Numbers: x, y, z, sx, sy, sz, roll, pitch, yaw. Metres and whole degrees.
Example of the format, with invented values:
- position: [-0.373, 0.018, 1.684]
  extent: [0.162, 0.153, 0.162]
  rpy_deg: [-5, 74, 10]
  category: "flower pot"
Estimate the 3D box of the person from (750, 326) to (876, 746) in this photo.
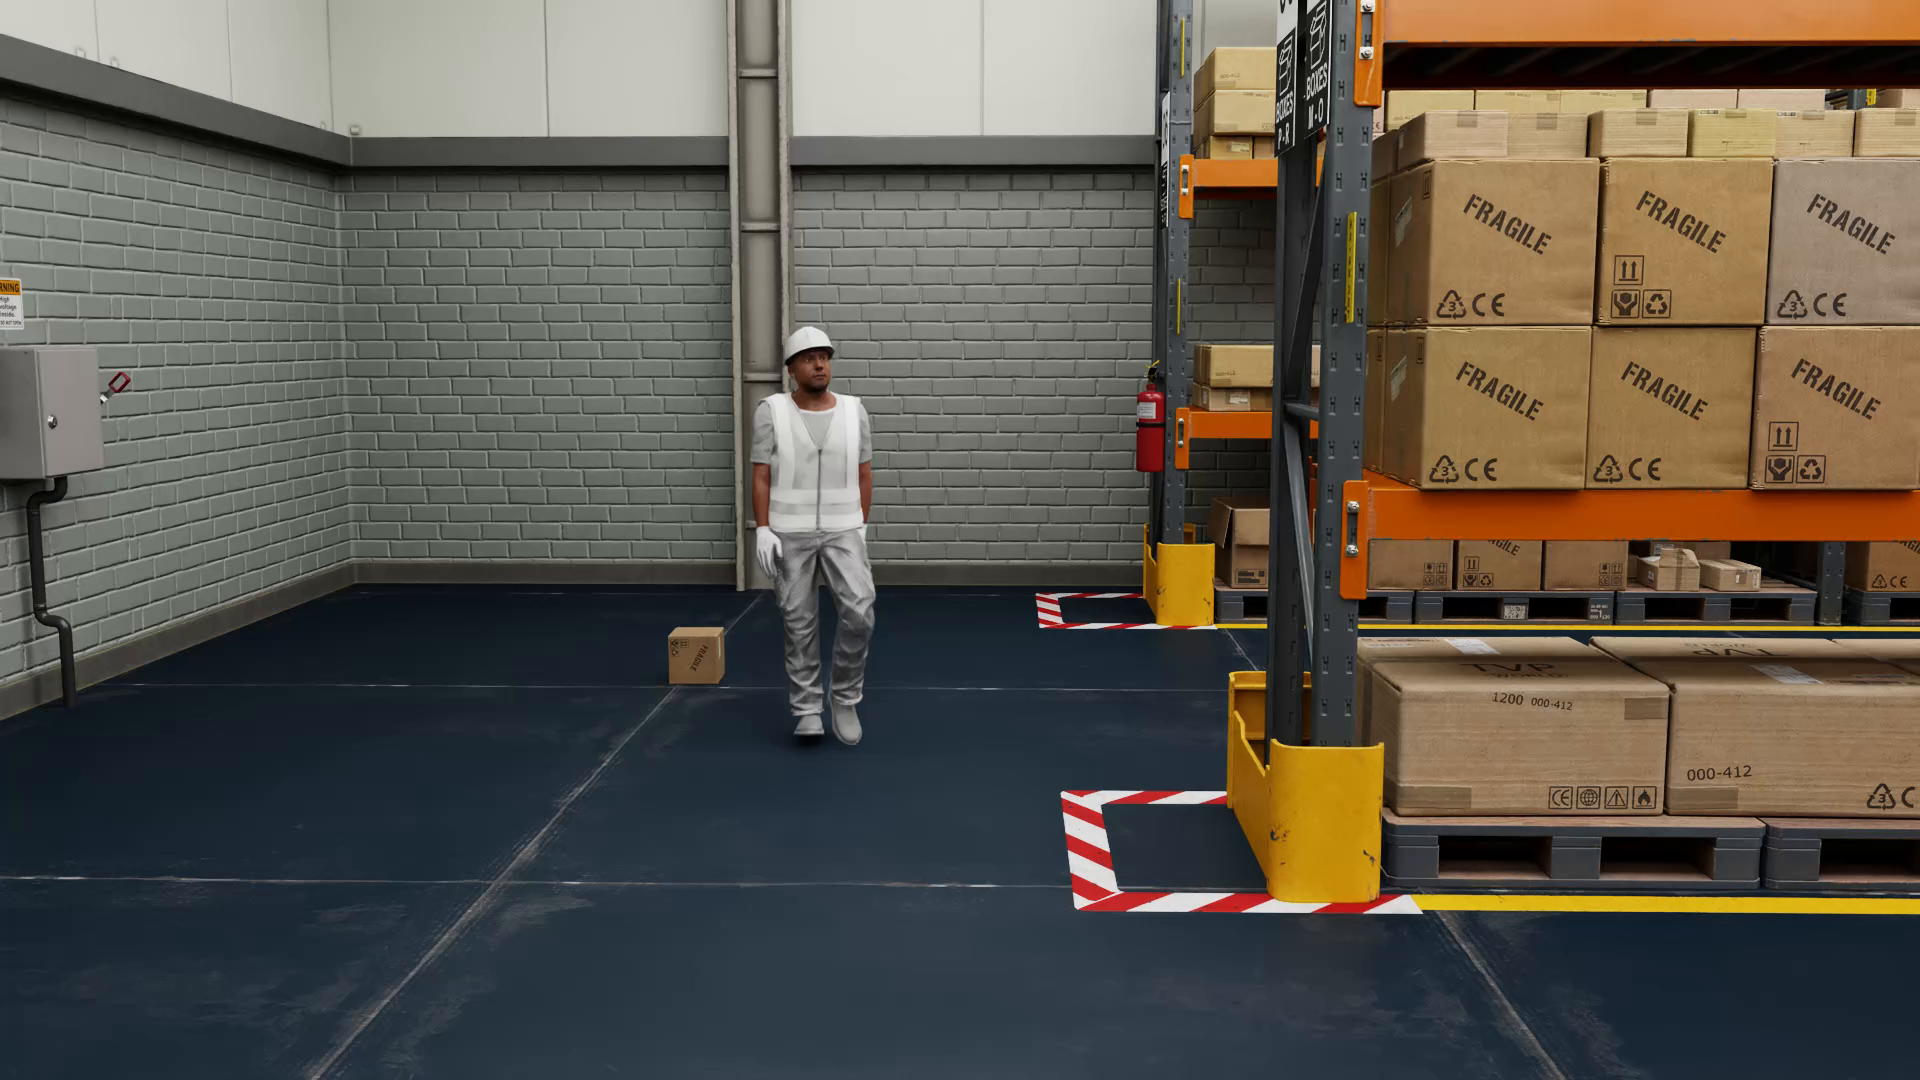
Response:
- position: [-0.619, -0.003, 7.123]
  extent: [0.544, 1.812, 0.455]
  rpy_deg: [-2, 7, -13]
  category: "person"
